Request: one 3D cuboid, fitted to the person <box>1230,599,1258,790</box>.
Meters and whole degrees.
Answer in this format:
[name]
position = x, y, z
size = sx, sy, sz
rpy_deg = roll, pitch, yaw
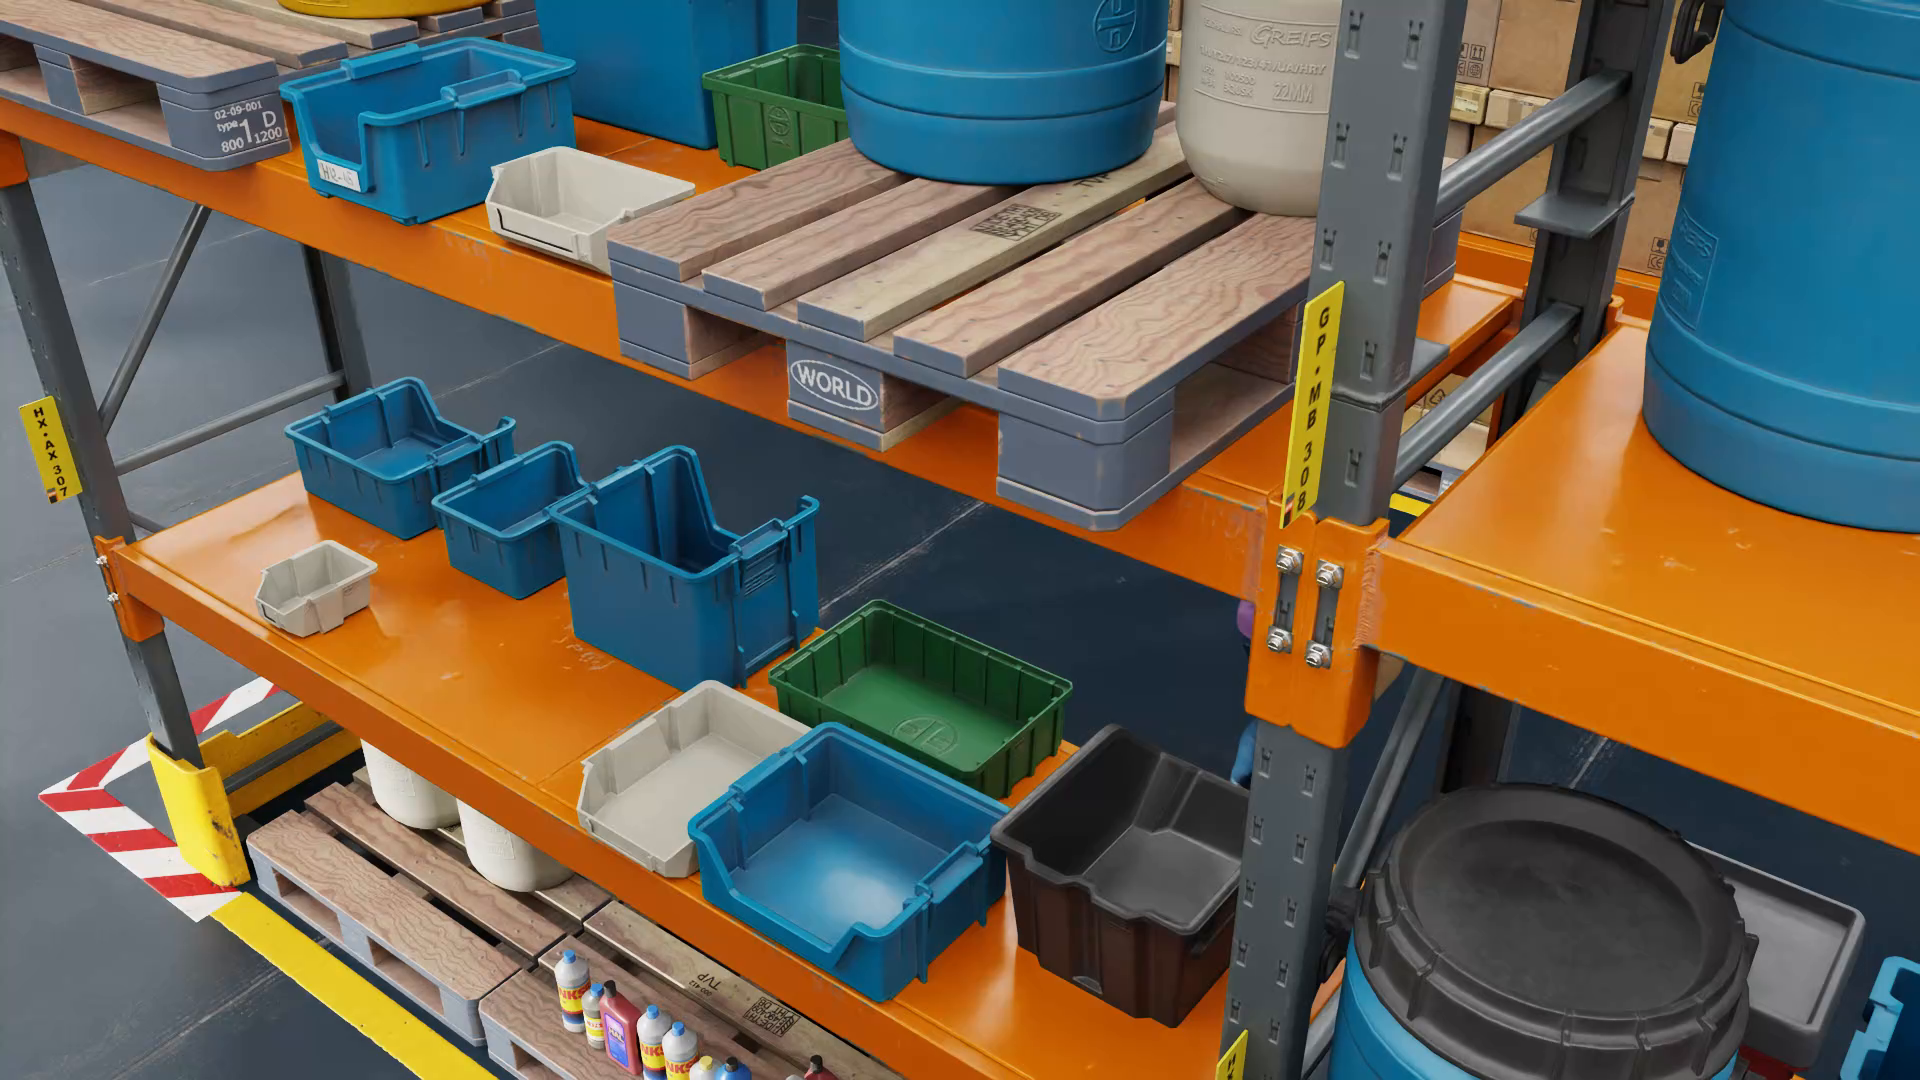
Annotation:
[person]
position = 1.160, 0.307, 5.629
size = 0.424, 1.603, 0.444
rpy_deg = 21, 37, 31
